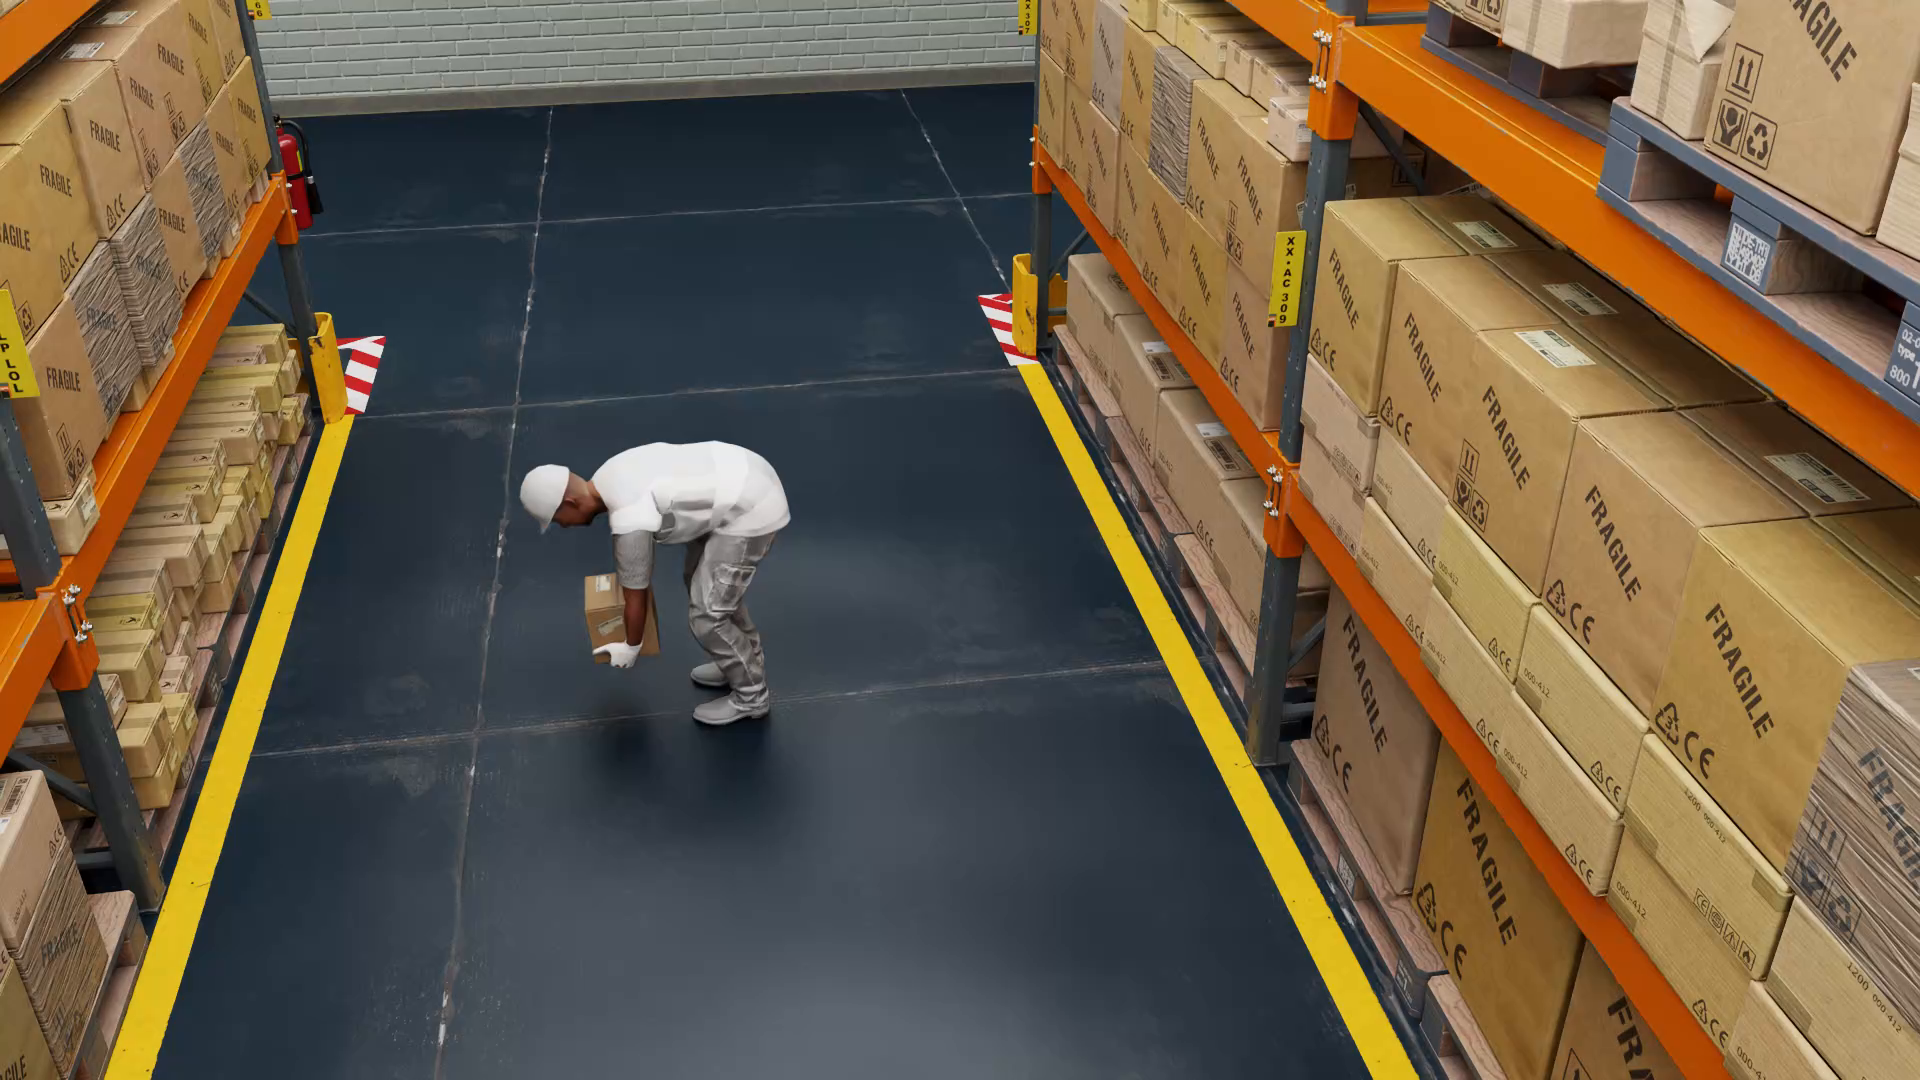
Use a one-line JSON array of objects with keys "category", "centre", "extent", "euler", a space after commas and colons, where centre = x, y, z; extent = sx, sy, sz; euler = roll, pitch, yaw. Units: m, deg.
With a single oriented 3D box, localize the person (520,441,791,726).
[{"category": "person", "centre": [-1.142, 0.170, 6.449], "extent": [0.984, 1.144, 0.501], "euler": [-6, 31, -11]}]
